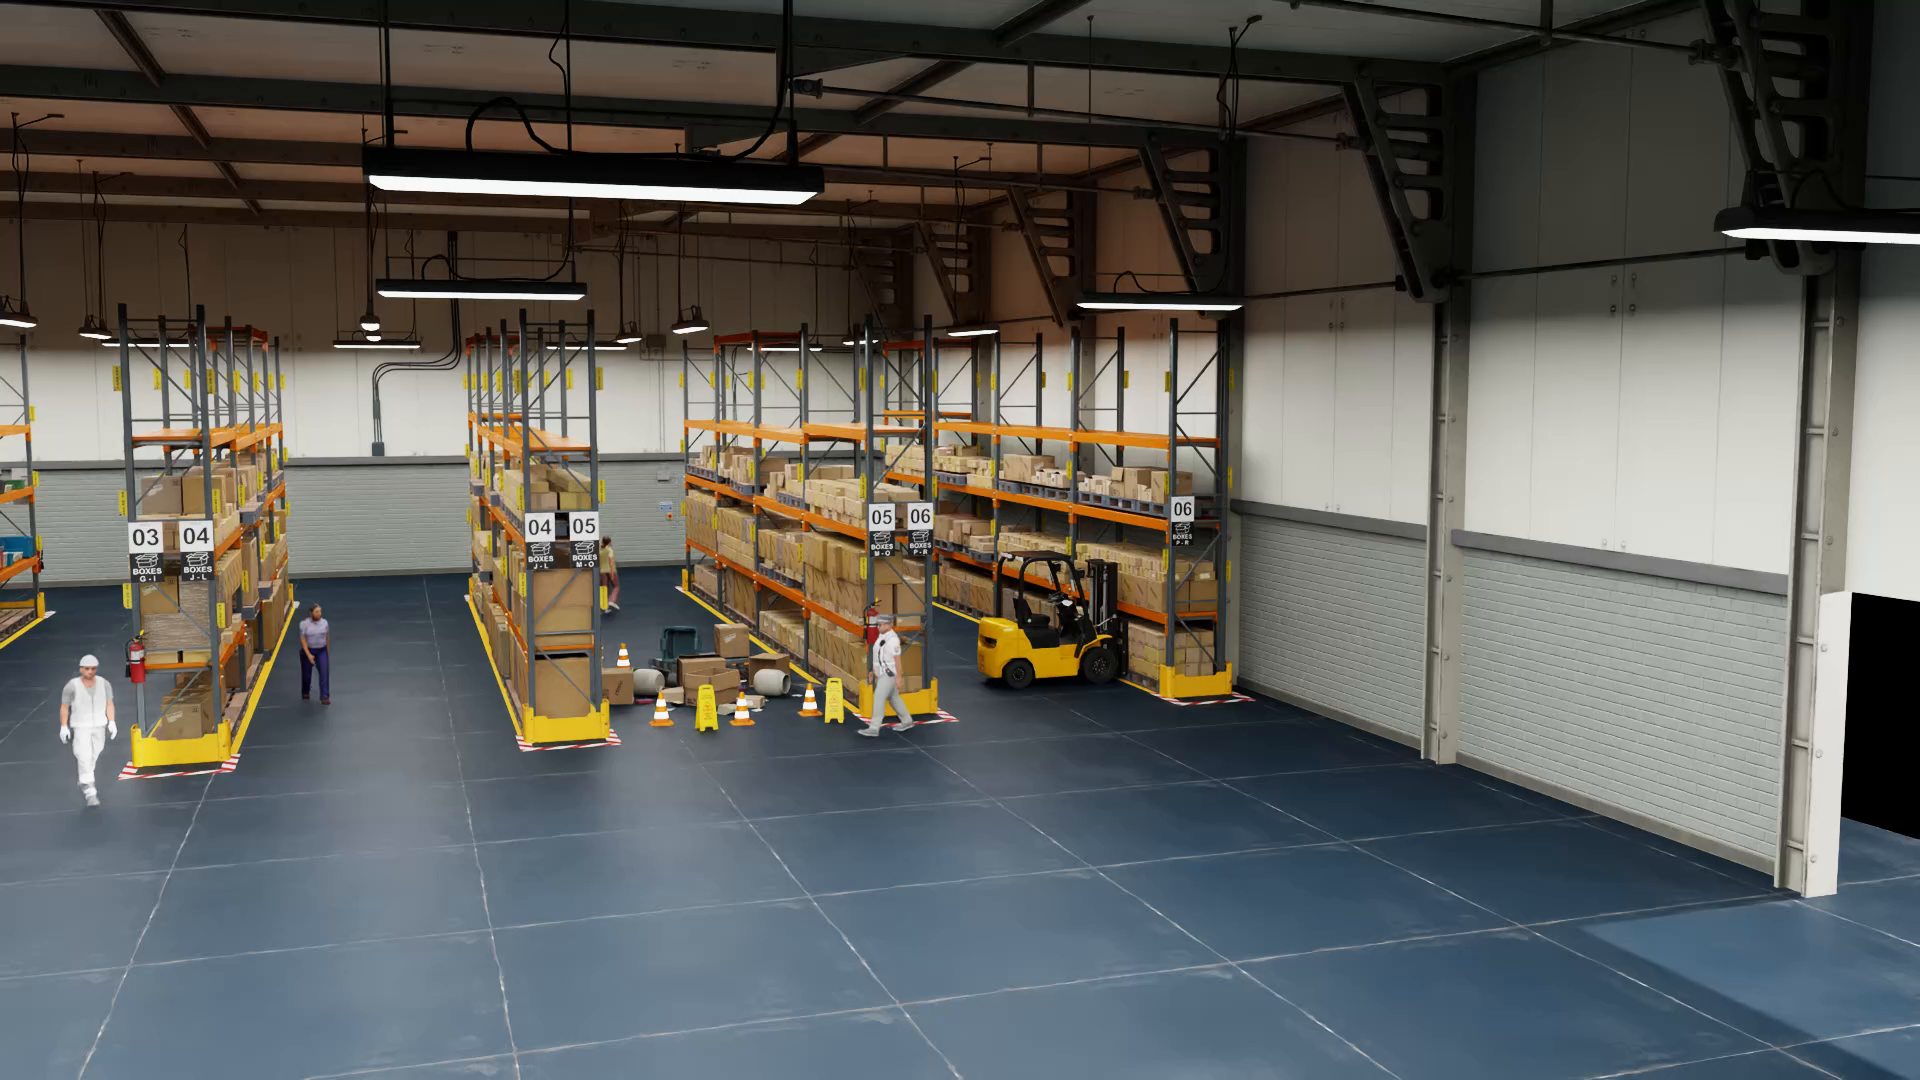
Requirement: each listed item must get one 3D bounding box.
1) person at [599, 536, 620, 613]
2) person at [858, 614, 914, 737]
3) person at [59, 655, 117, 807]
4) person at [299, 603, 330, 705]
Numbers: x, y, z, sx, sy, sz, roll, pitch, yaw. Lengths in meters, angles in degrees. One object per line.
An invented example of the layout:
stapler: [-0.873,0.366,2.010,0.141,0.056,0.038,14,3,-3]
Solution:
person: [-7.657,0.737,36.147,0.492,1.654,0.475,0,5,3]
person: [-1.064,1.909,23.651,0.882,1.728,0.544,-1,6,-14]
person: [-10.356,2.230,19.816,0.994,1.730,0.561,4,7,37]
person: [-10.011,1.763,25.848,0.468,1.560,1.095,-3,6,-32]
